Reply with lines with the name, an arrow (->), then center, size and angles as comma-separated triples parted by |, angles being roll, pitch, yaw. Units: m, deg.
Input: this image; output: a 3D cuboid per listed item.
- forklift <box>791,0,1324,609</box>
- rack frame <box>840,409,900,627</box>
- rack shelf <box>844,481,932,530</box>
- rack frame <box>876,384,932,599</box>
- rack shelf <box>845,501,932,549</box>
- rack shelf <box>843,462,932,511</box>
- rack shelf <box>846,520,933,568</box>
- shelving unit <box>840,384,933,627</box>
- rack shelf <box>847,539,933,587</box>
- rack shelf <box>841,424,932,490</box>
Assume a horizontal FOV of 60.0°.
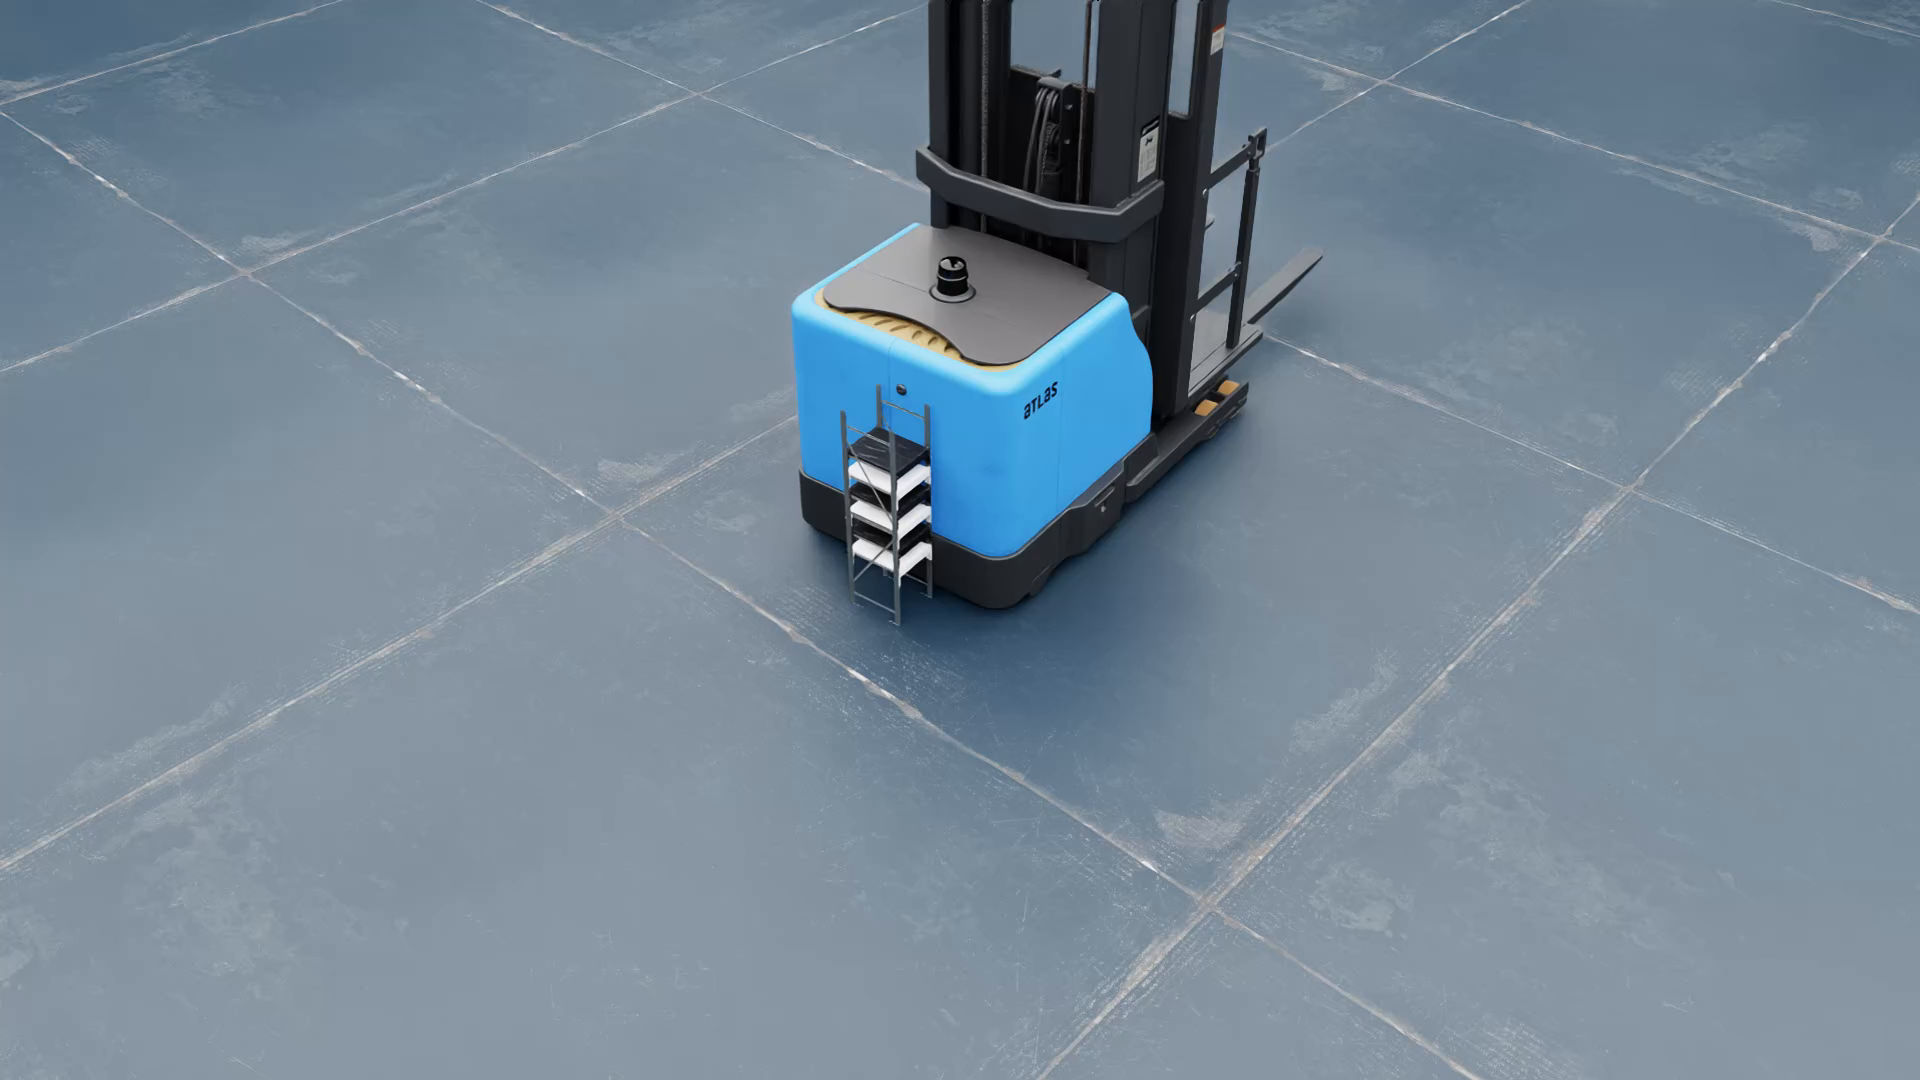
forklift -> 0.630, -1.757, 6.605 | 1.130, 2.935, 3.031 | 24, 45, 27
rack frame -> -0.326, -0.065, 6.109 | 0.240, 0.900, 0.006 | 24, 45, 27
rack shelf -> -0.266, -0.161, 6.138 | 0.258, 0.077, 0.200 | 24, 45, 27
rack frame -> -0.206, -0.168, 6.238 | 0.240, 0.900, 0.006 | 24, 45, 27
rack shelf -> -0.266, -0.090, 6.194 | 0.258, 0.077, 0.200 | 24, 45, 27
rack shelf -> -0.266, -0.231, 6.082 | 0.258, 0.077, 0.200 | 24, 45, 27
rack shelf -> -0.266, -0.020, 6.250 | 0.258, 0.077, 0.200 | 24, 45, 27
shelving unit -> -0.266, -0.116, 6.173 | 0.258, 0.900, 0.210 | 24, 45, 27
rack shelf -> -0.266, 0.050, 6.306 | 0.258, 0.077, 0.200 | 24, 45, 27
rack shelf -> -0.266, -0.302, 6.026 | 0.258, 0.077, 0.200 | 24, 45, 27
